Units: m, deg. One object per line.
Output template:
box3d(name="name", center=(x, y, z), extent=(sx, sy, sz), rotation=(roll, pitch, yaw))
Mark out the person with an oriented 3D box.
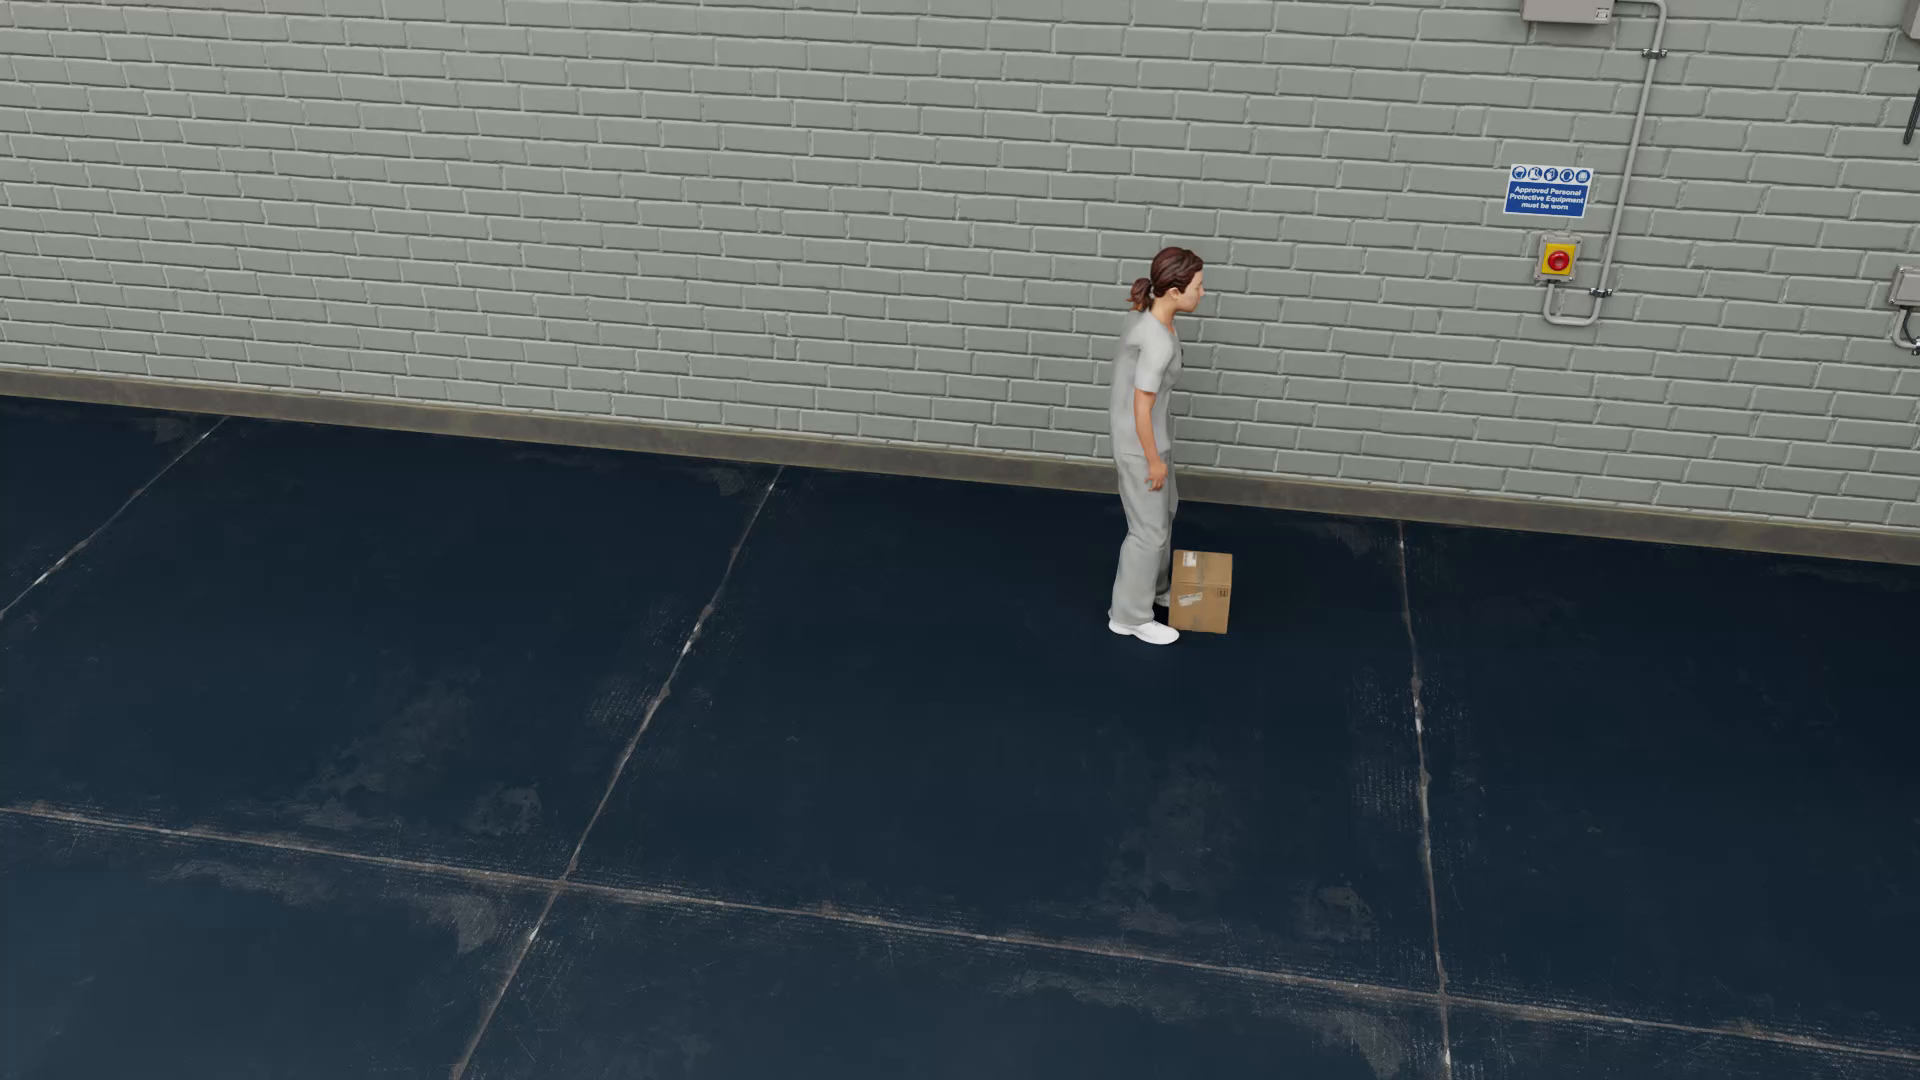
box3d(name="person", center=(0.805, -0.394, 6.757), extent=(0.415, 1.672, 0.494), rotation=(4, 33, 6))
